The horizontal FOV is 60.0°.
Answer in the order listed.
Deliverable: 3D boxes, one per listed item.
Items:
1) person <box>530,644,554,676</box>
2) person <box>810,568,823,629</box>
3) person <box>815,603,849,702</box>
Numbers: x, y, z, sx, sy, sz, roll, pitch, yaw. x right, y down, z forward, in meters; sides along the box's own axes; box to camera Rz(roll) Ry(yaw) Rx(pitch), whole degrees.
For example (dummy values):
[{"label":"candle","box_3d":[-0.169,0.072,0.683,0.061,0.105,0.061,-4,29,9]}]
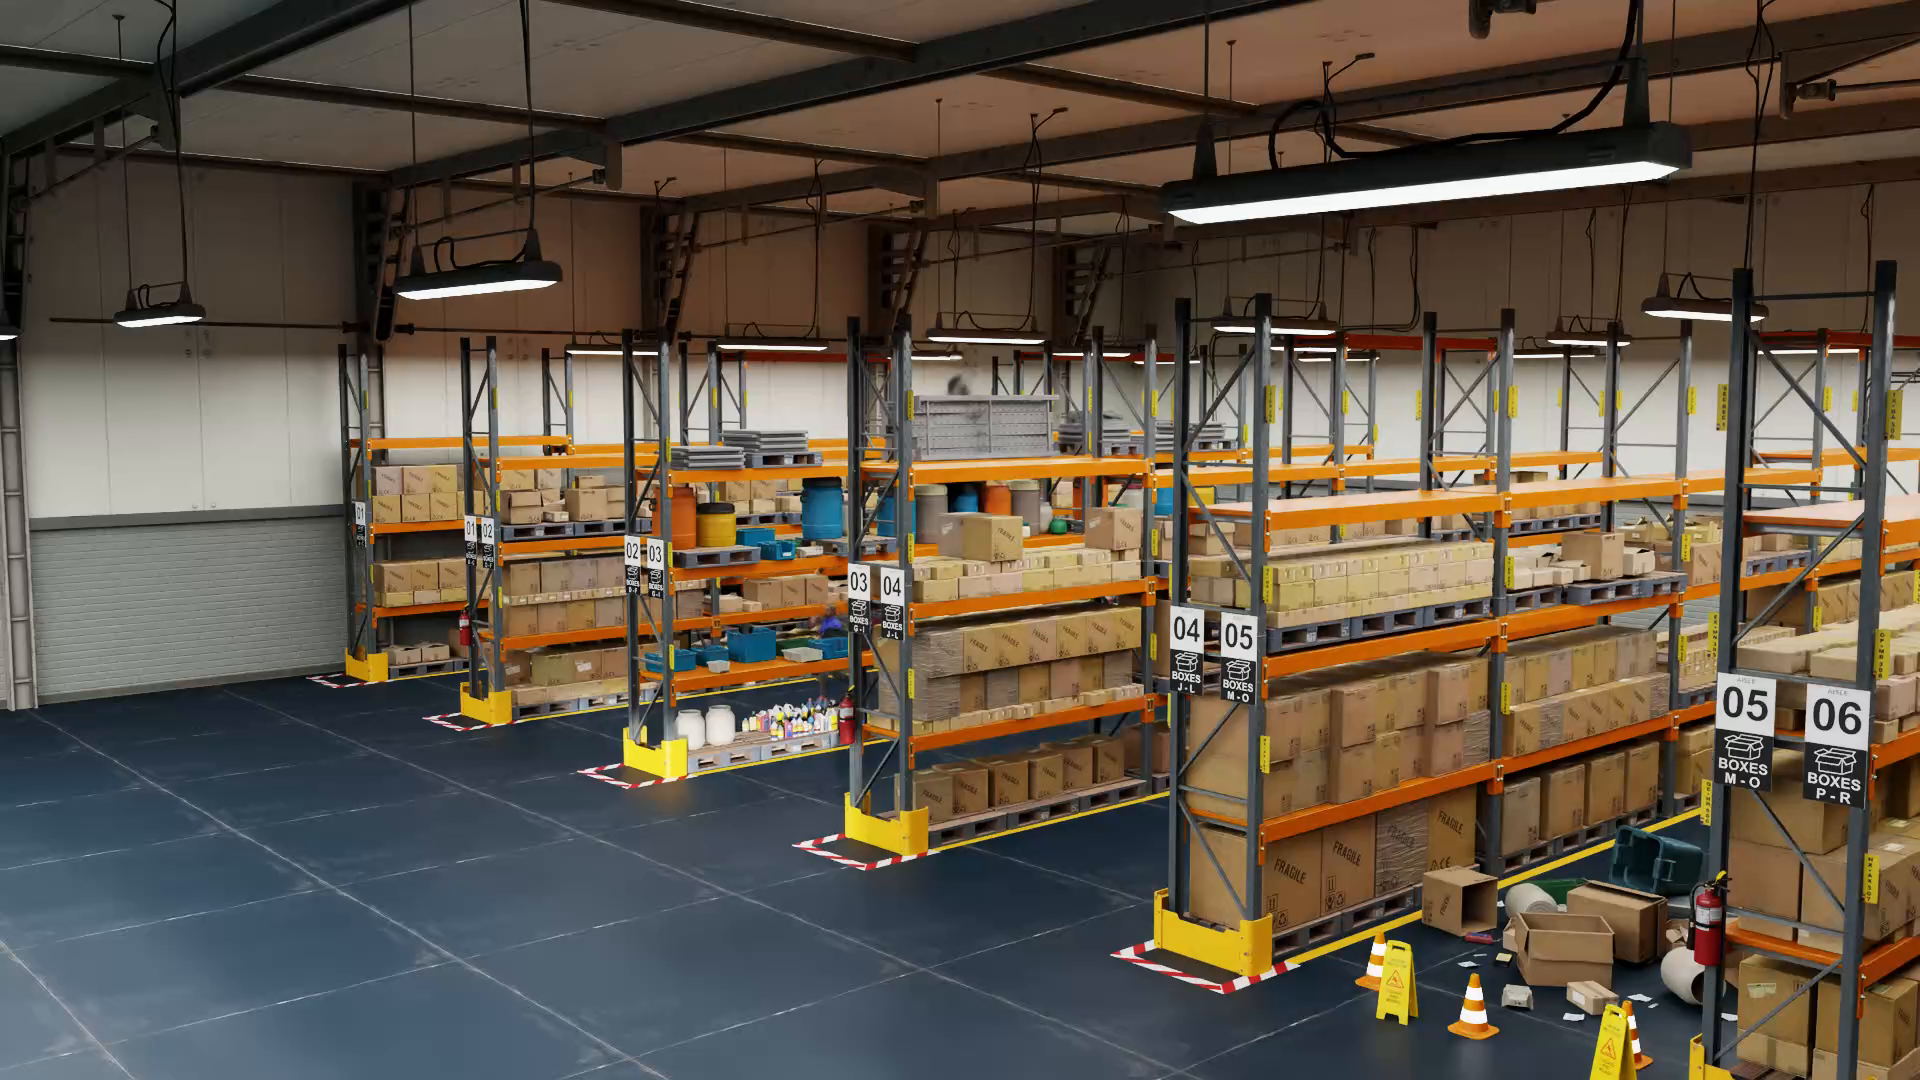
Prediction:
[{"label":"person","box_3d":[-7.168,1.737,28.858,0.549,1.755,0.764,5,7,42]},{"label":"person","box_3d":[-2.884,1.351,33.328,0.567,1.631,0.556,4,6,37]},{"label":"person","box_3d":[-2.116,1.861,27.616,0.578,1.634,0.846,5,7,43]}]
